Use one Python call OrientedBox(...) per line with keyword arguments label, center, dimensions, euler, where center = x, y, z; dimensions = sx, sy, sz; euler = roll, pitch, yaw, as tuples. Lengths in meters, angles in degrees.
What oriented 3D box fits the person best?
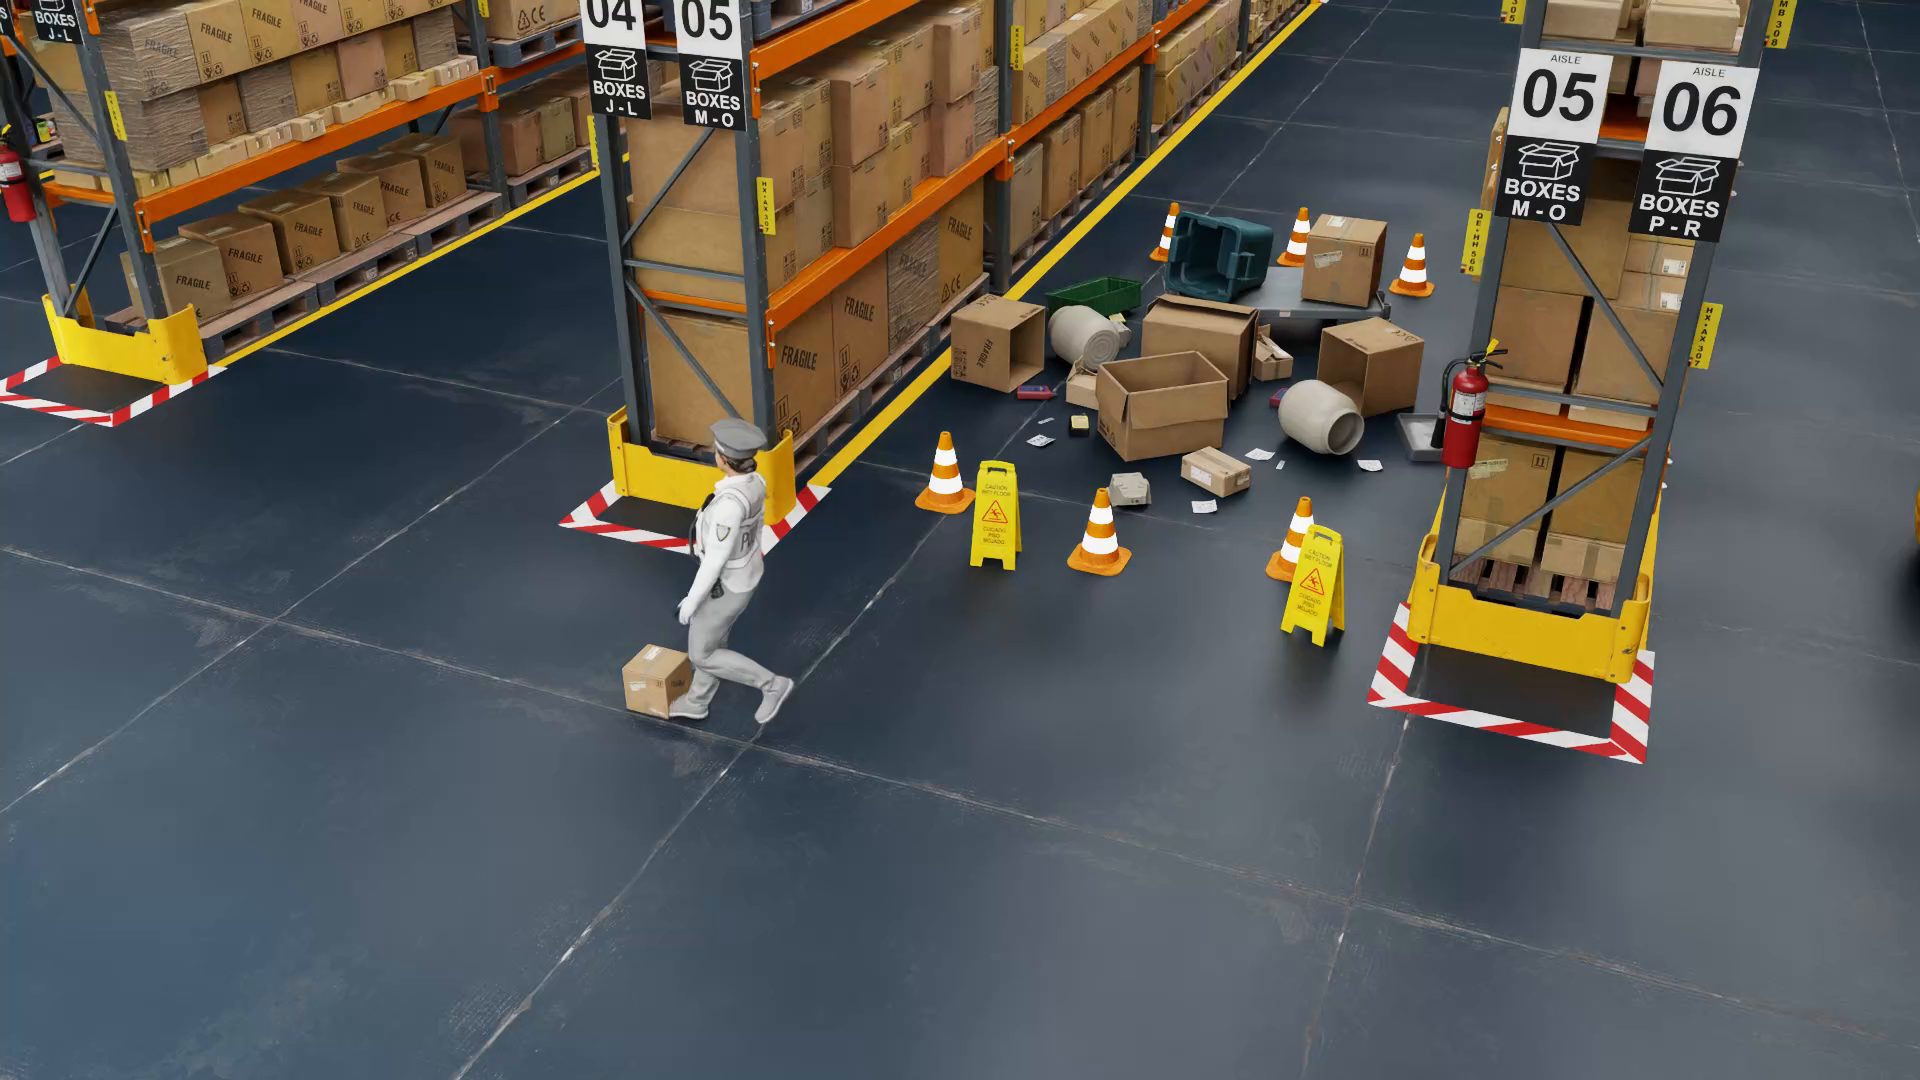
OrientedBox(label="person", center=(-1.188, 0.198, 8.044), dimensions=(0.762, 1.641, 0.551), euler=(5, 30, 9))
